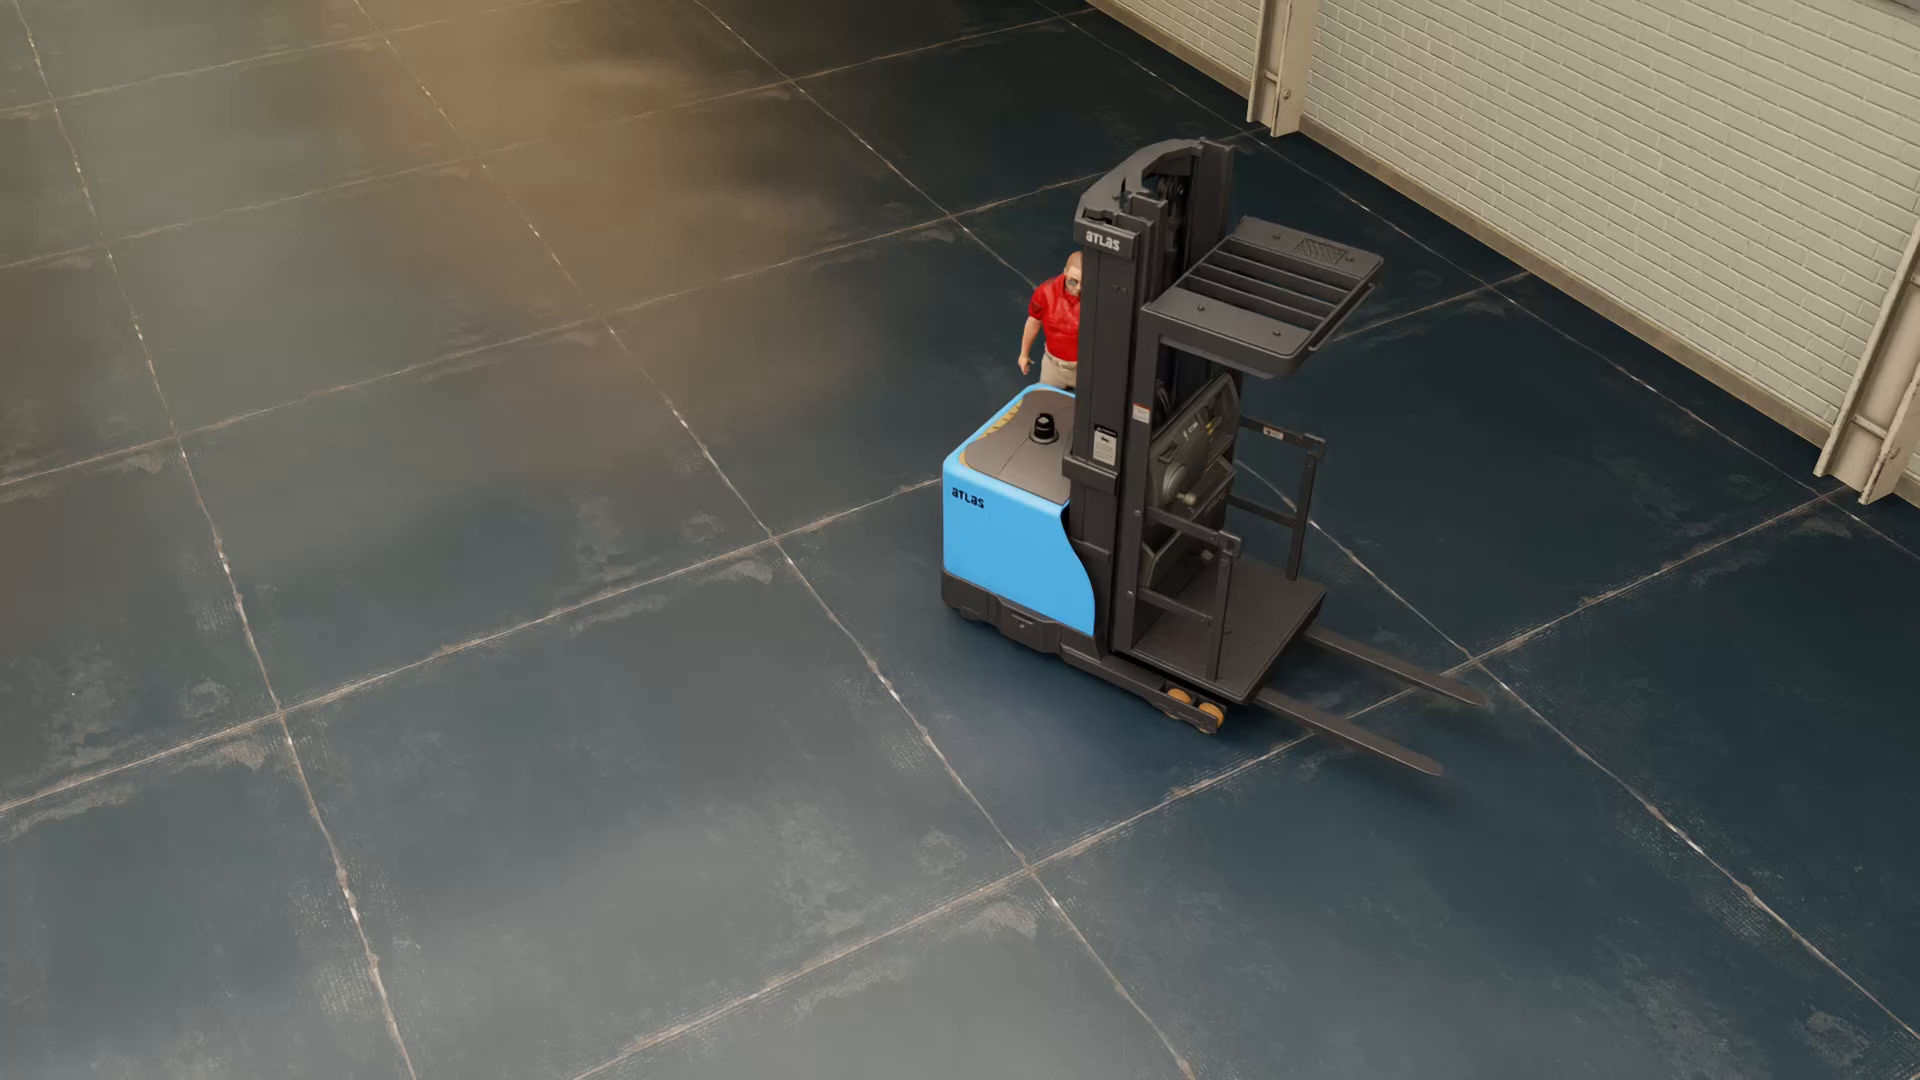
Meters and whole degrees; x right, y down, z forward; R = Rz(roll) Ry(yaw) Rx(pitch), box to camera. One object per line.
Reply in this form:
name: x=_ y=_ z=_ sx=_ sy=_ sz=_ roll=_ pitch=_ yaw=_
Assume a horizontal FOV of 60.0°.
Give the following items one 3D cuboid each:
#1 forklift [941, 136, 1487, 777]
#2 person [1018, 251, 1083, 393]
forklift: x=1.396 y=-0.464 z=8.595 sx=3.031 sy=2.935 sz=1.130 roll=23 pitch=45 yaw=26
person: x=0.731 y=-1.040 z=10.257 sx=0.831 sy=1.702 sz=0.389 roll=13 pitch=41 yaw=15
